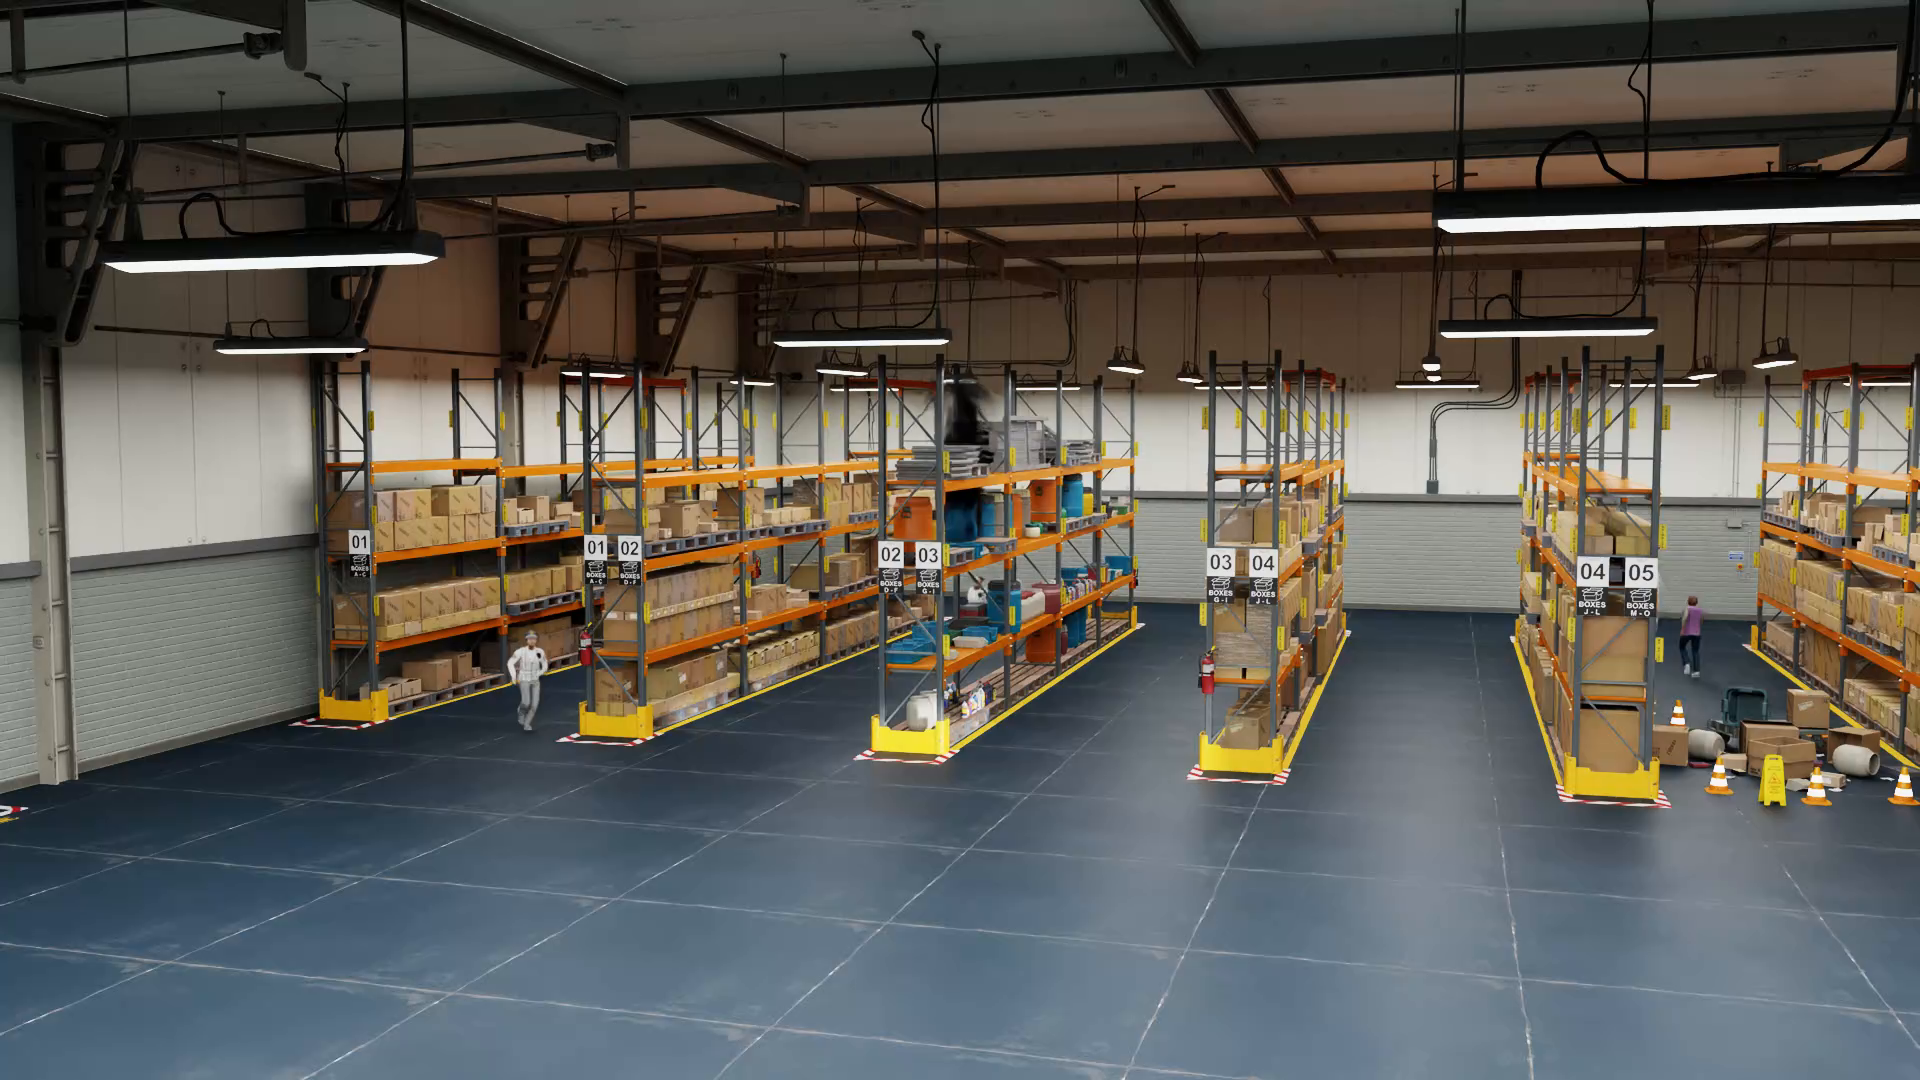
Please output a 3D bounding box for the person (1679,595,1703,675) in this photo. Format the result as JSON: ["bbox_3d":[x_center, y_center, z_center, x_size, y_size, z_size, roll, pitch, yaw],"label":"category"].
[{"bbox_3d":[14.350,1.870,32.663,0.504,1.585,0.732,0,4,2],"label":"person"}]

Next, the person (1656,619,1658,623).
[{"bbox_3d":[15.712,1.416,38.161,0.678,1.736,0.710,0,4,6],"label":"person"}]

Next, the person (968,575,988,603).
[{"bbox_3d":[0.365,1.607,35.324,0.645,1.748,0.608,2,5,27],"label":"person"}]

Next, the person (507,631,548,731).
[{"bbox_3d":[-6.935,2.263,26.798,0.610,1.626,0.521,-2,5,-31],"label":"person"}]
